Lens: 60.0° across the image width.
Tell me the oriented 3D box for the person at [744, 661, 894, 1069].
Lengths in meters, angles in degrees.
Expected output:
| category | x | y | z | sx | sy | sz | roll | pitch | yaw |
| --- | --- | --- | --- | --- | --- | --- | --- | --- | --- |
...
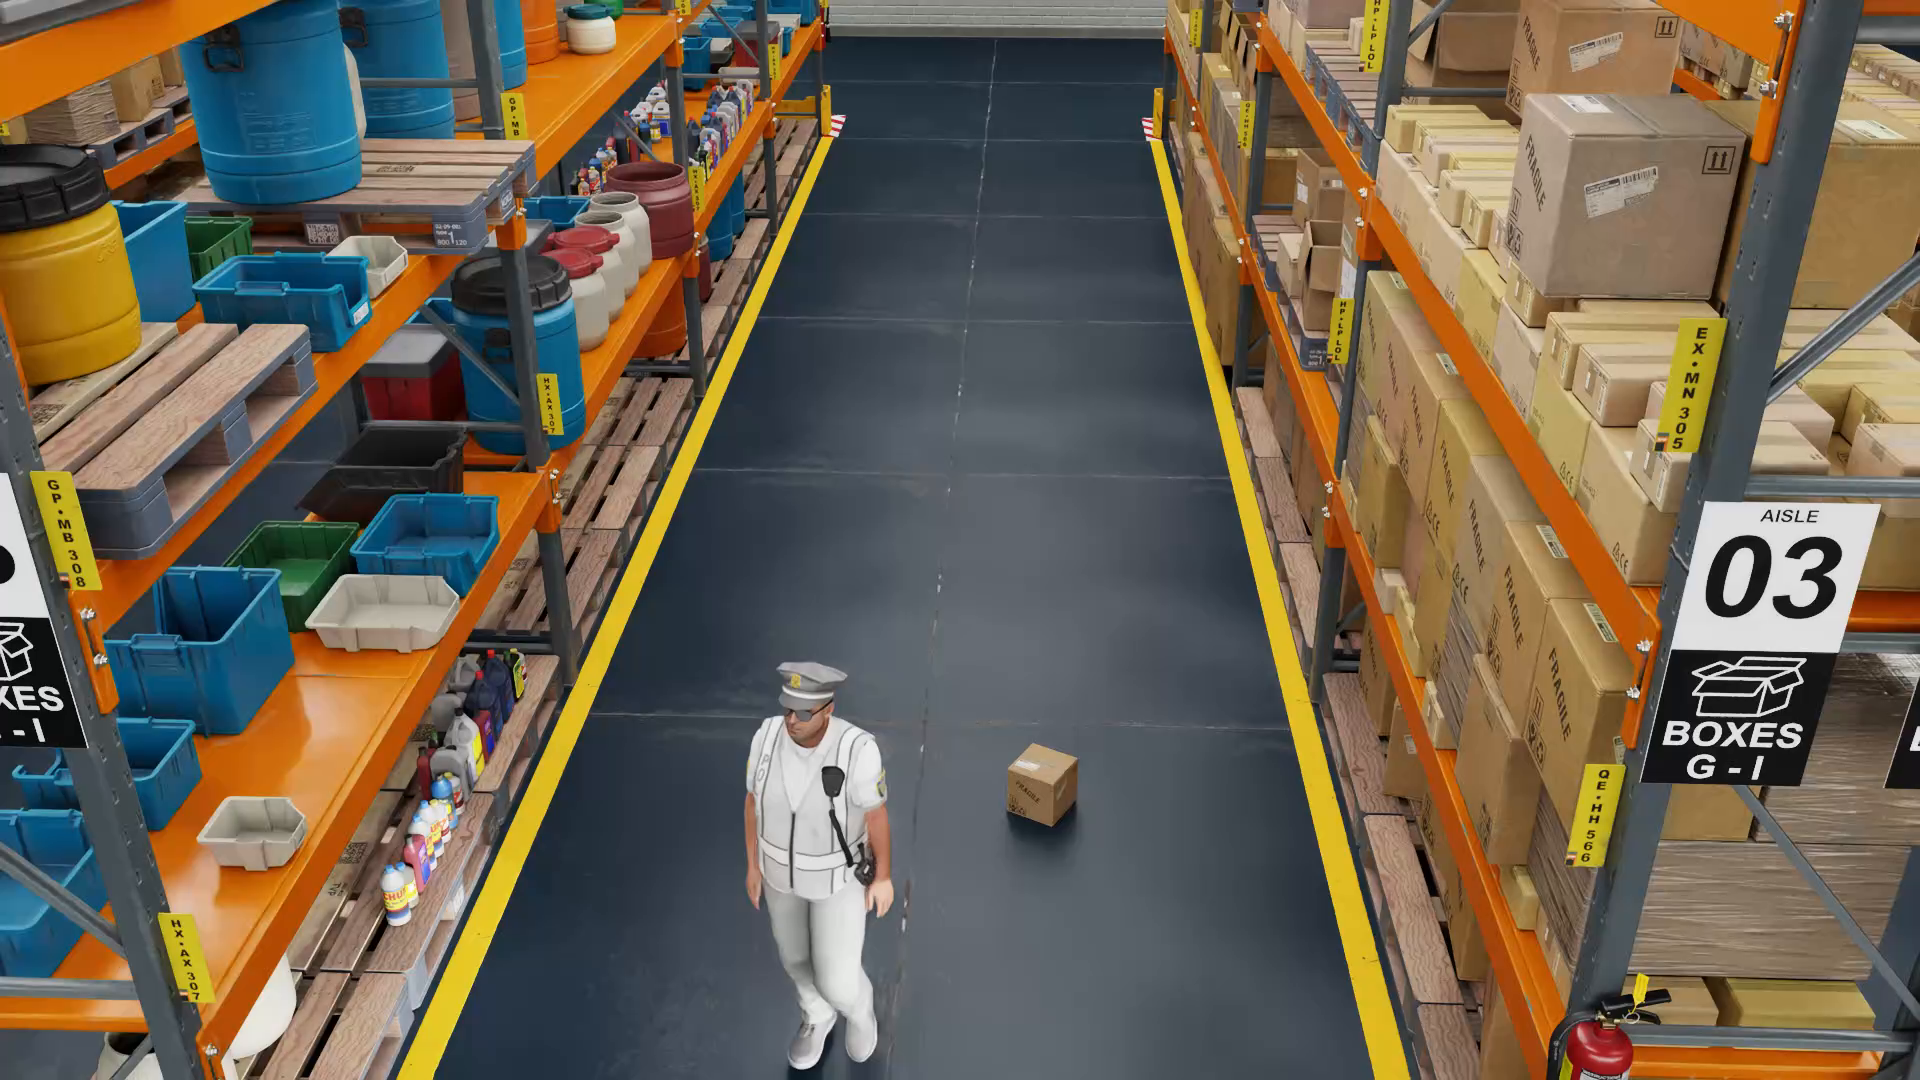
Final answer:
| category | x | y | z | sx | sy | sz | roll | pitch | yaw |
| --- | --- | --- | --- | --- | --- | --- | --- | --- | --- |
| person | -0.552 | 1.254 | 6.183 | 0.568 | 1.802 | 0.462 | 10 | 29 | 18 |
